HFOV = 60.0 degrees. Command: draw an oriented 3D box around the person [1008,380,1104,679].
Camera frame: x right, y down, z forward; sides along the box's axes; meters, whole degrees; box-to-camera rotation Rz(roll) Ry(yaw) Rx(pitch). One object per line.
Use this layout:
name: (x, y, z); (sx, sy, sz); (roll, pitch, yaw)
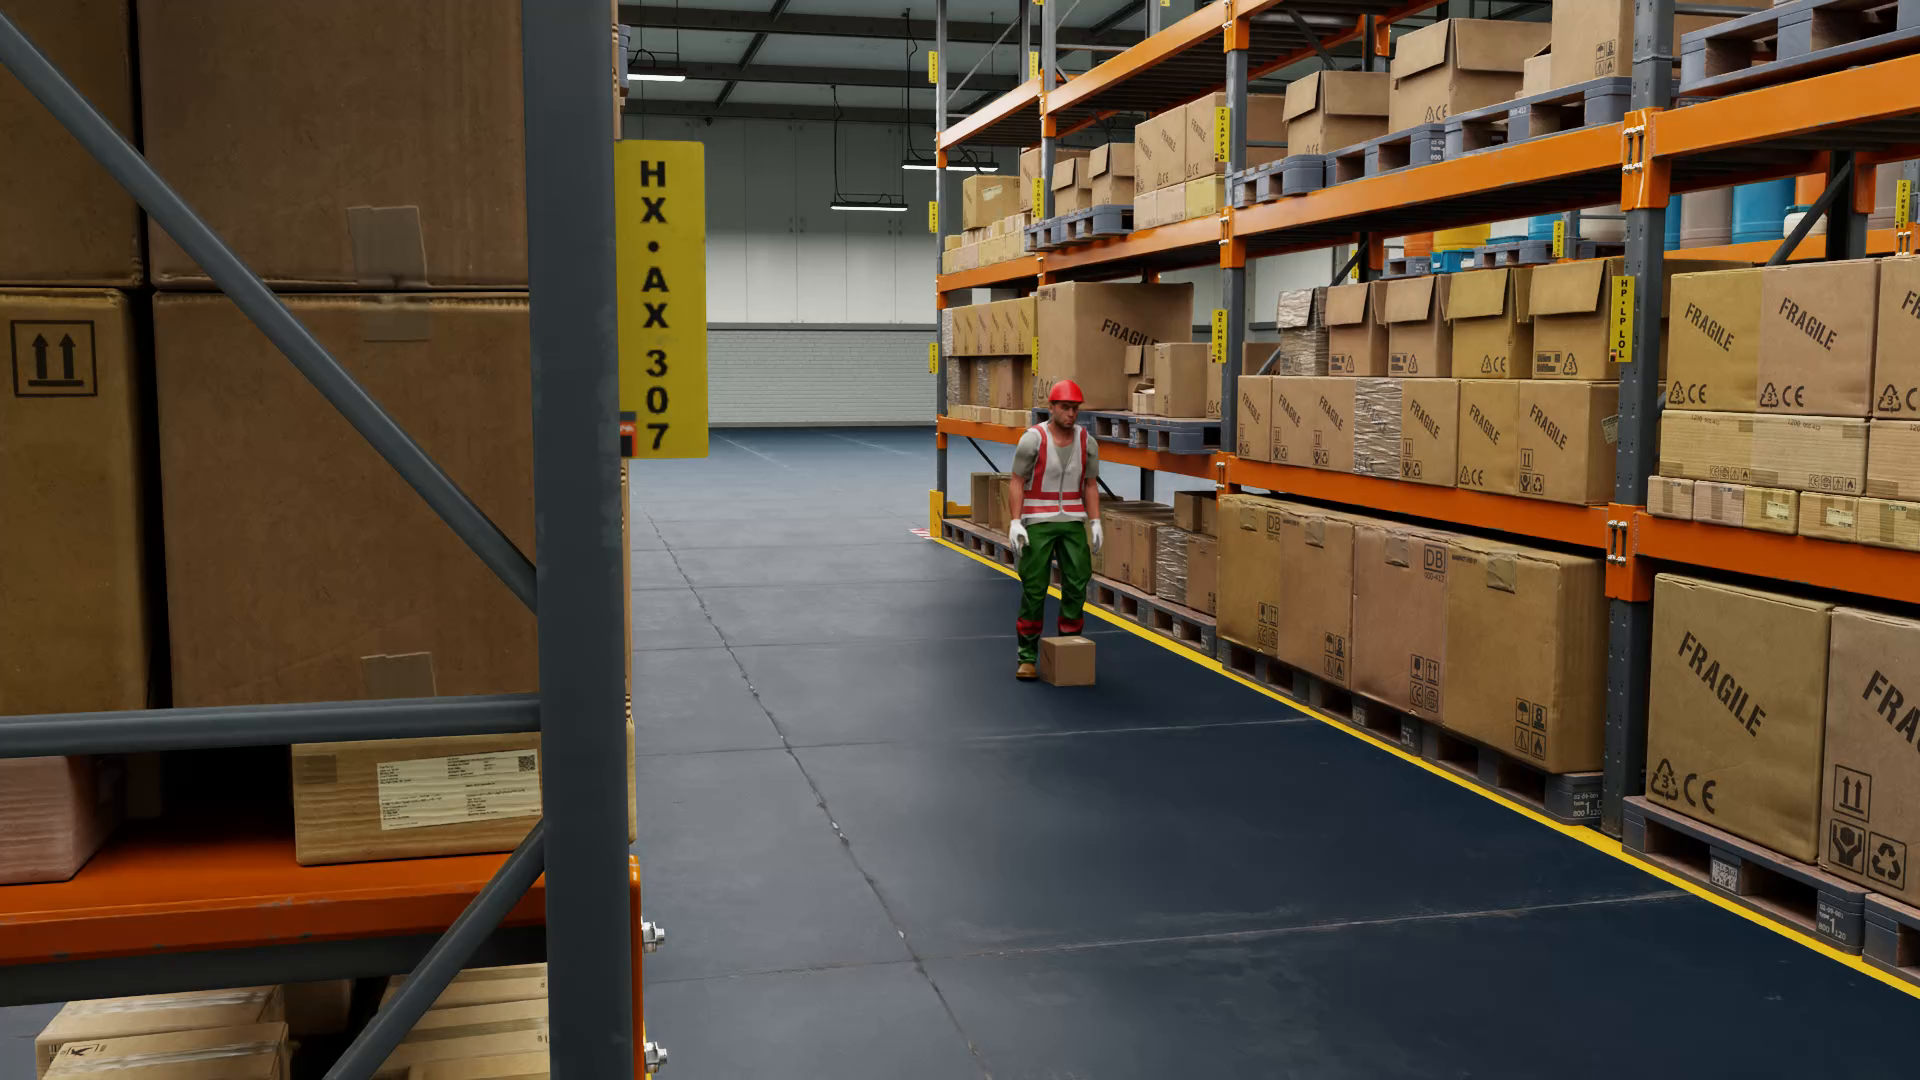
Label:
person: (0.579, -0.067, 9.959); (0.610, 1.777, 0.451); (-2, 6, -17)
